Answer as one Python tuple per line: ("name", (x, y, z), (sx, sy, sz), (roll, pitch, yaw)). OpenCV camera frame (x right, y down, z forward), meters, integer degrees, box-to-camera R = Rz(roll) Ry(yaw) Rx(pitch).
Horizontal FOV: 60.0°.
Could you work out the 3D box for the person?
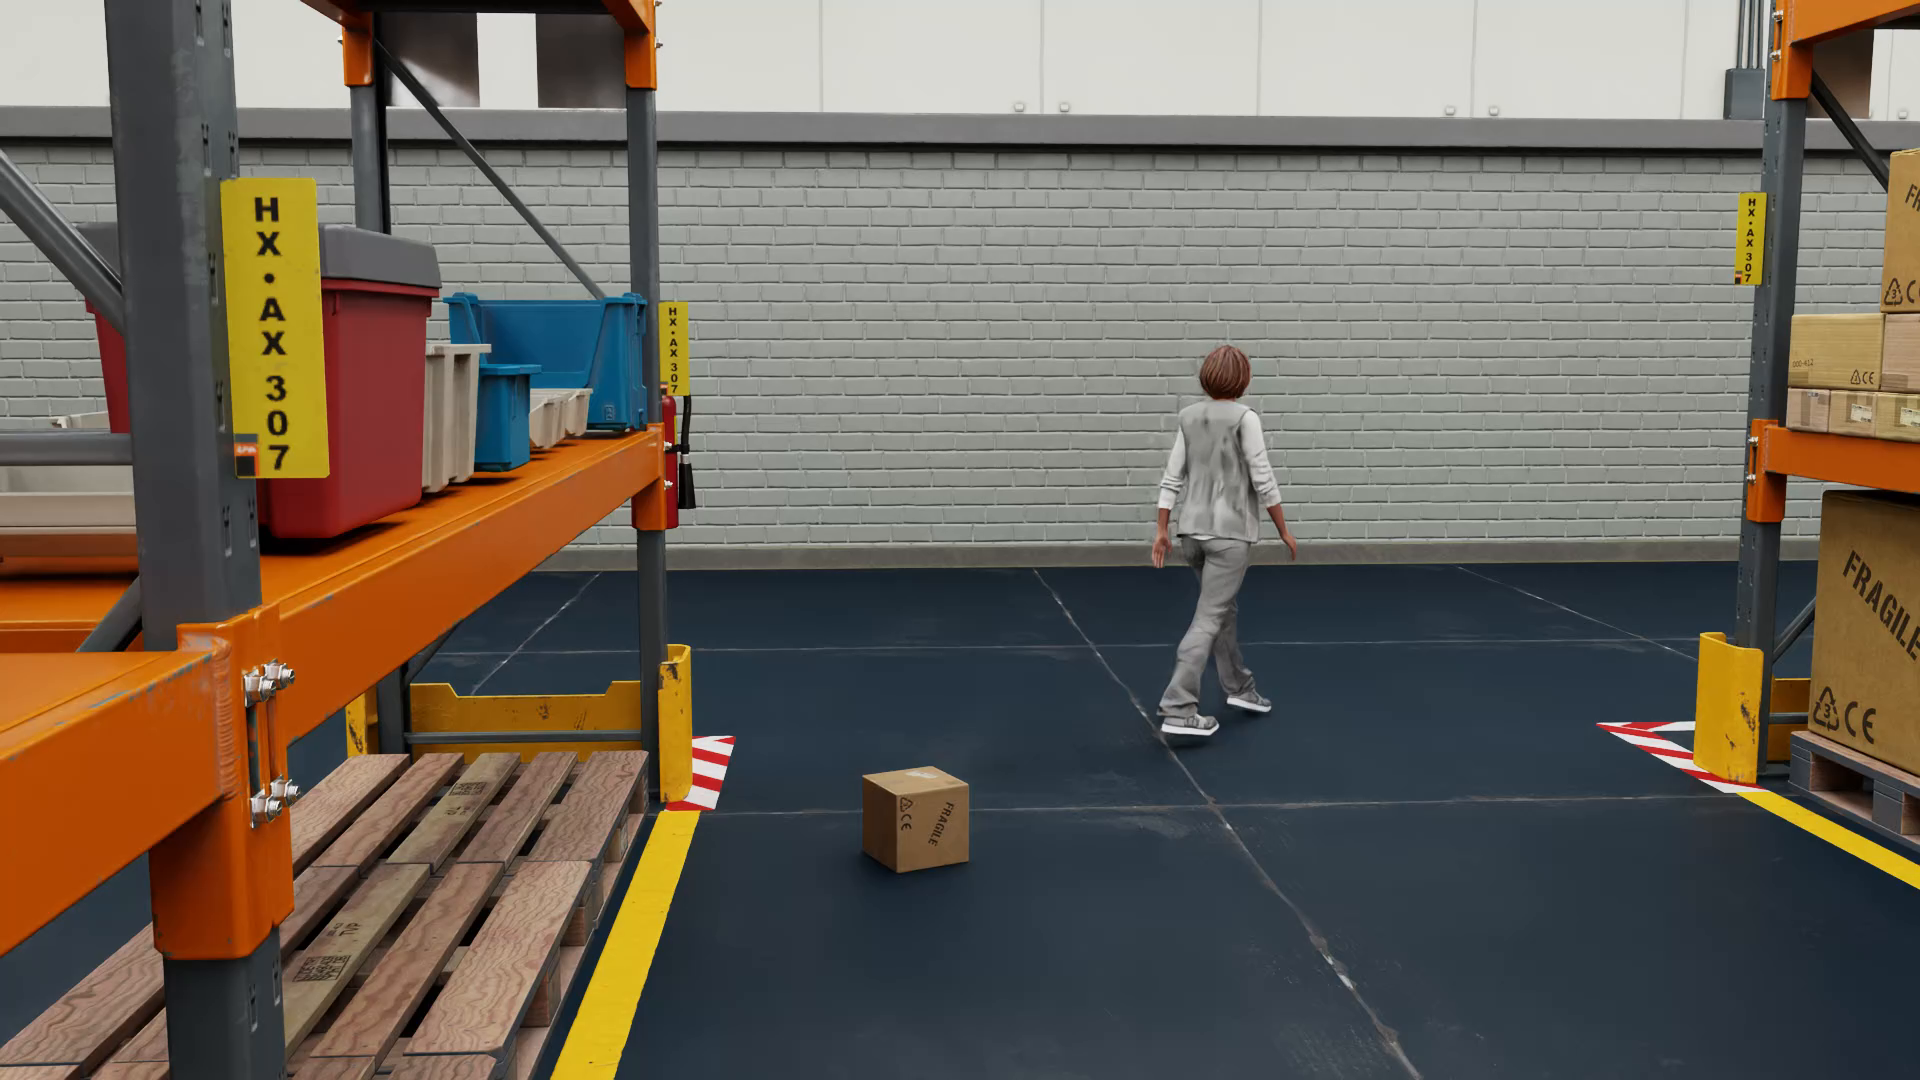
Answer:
("person", (1.090, -0.004, 6.787), (0.862, 1.577, 0.462), (-6, 9, -40))
